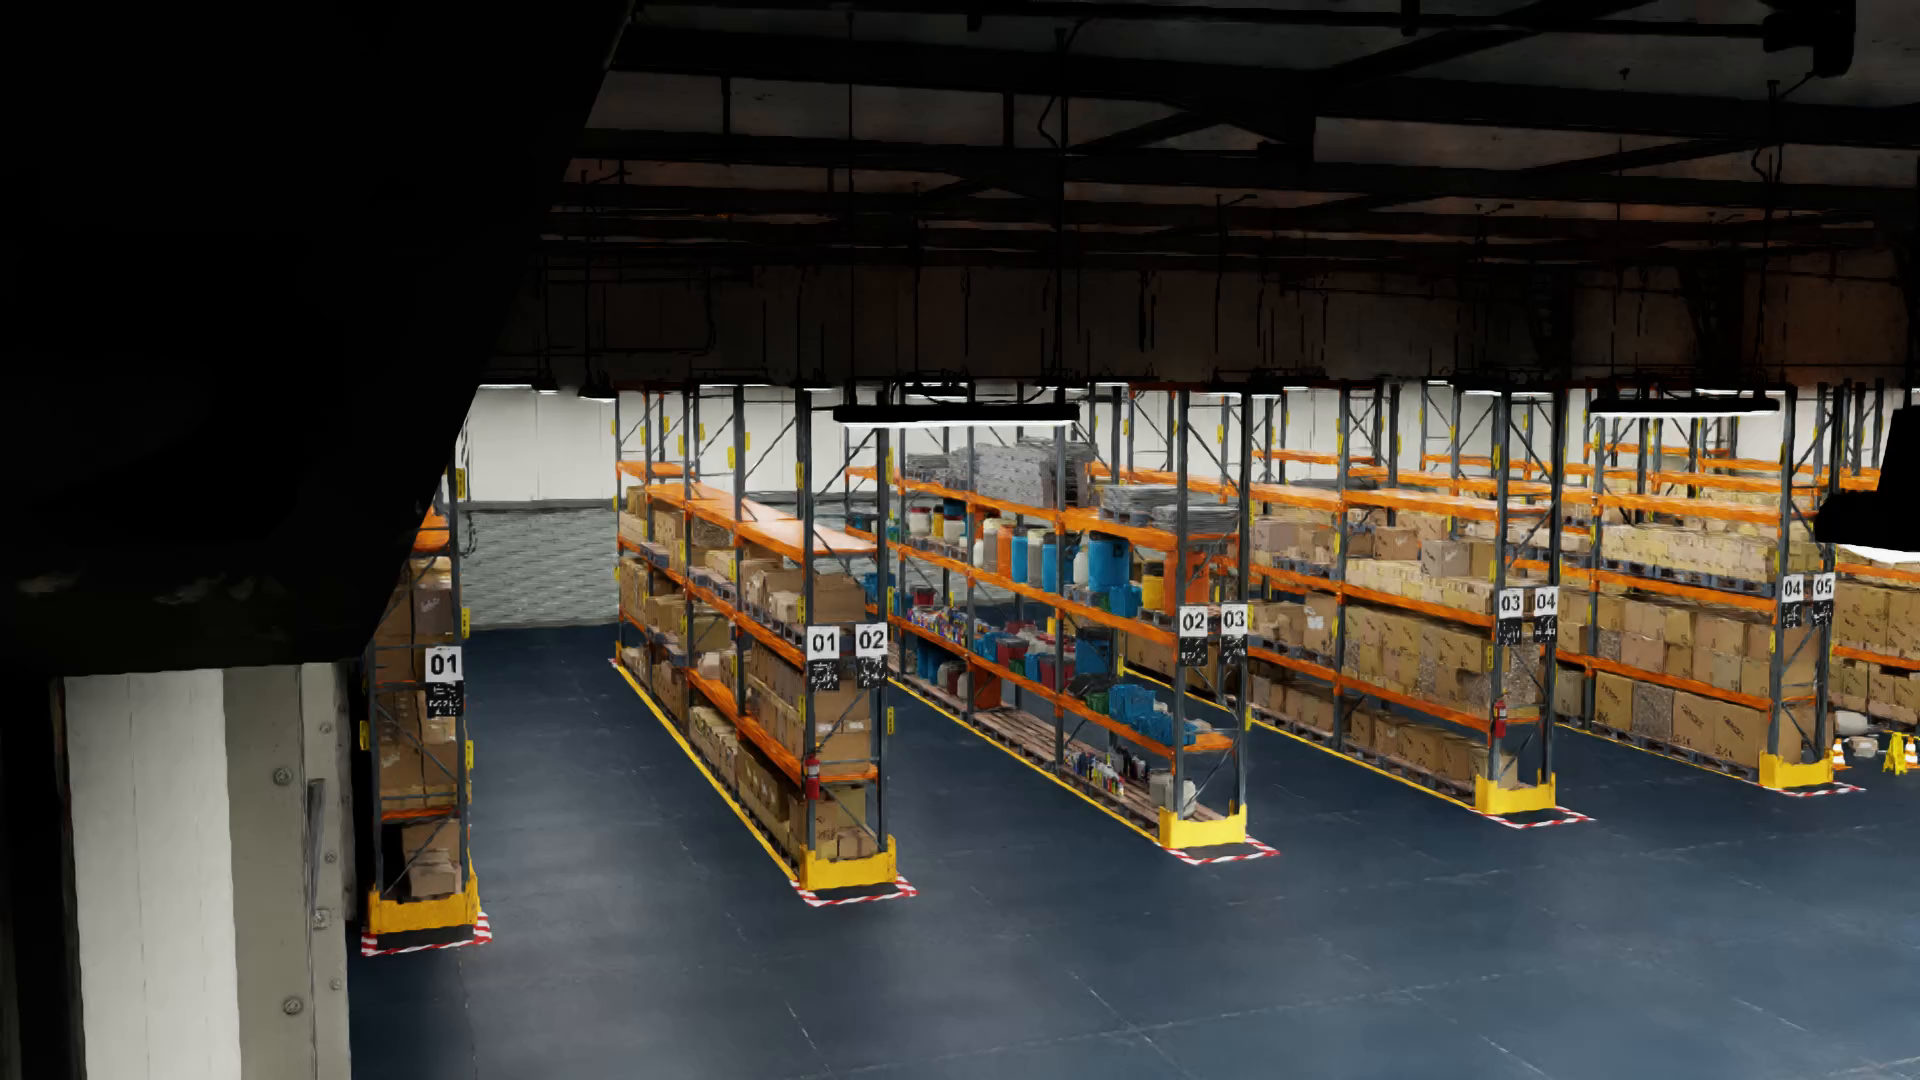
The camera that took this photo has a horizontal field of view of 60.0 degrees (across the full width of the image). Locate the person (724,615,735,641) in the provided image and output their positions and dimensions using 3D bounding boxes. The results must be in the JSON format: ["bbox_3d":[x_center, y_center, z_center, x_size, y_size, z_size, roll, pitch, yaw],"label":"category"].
[{"bbox_3d":[-4.852,1.779,34.678,0.479,1.773,0.622,-1,6,-14],"label":"person"}]
